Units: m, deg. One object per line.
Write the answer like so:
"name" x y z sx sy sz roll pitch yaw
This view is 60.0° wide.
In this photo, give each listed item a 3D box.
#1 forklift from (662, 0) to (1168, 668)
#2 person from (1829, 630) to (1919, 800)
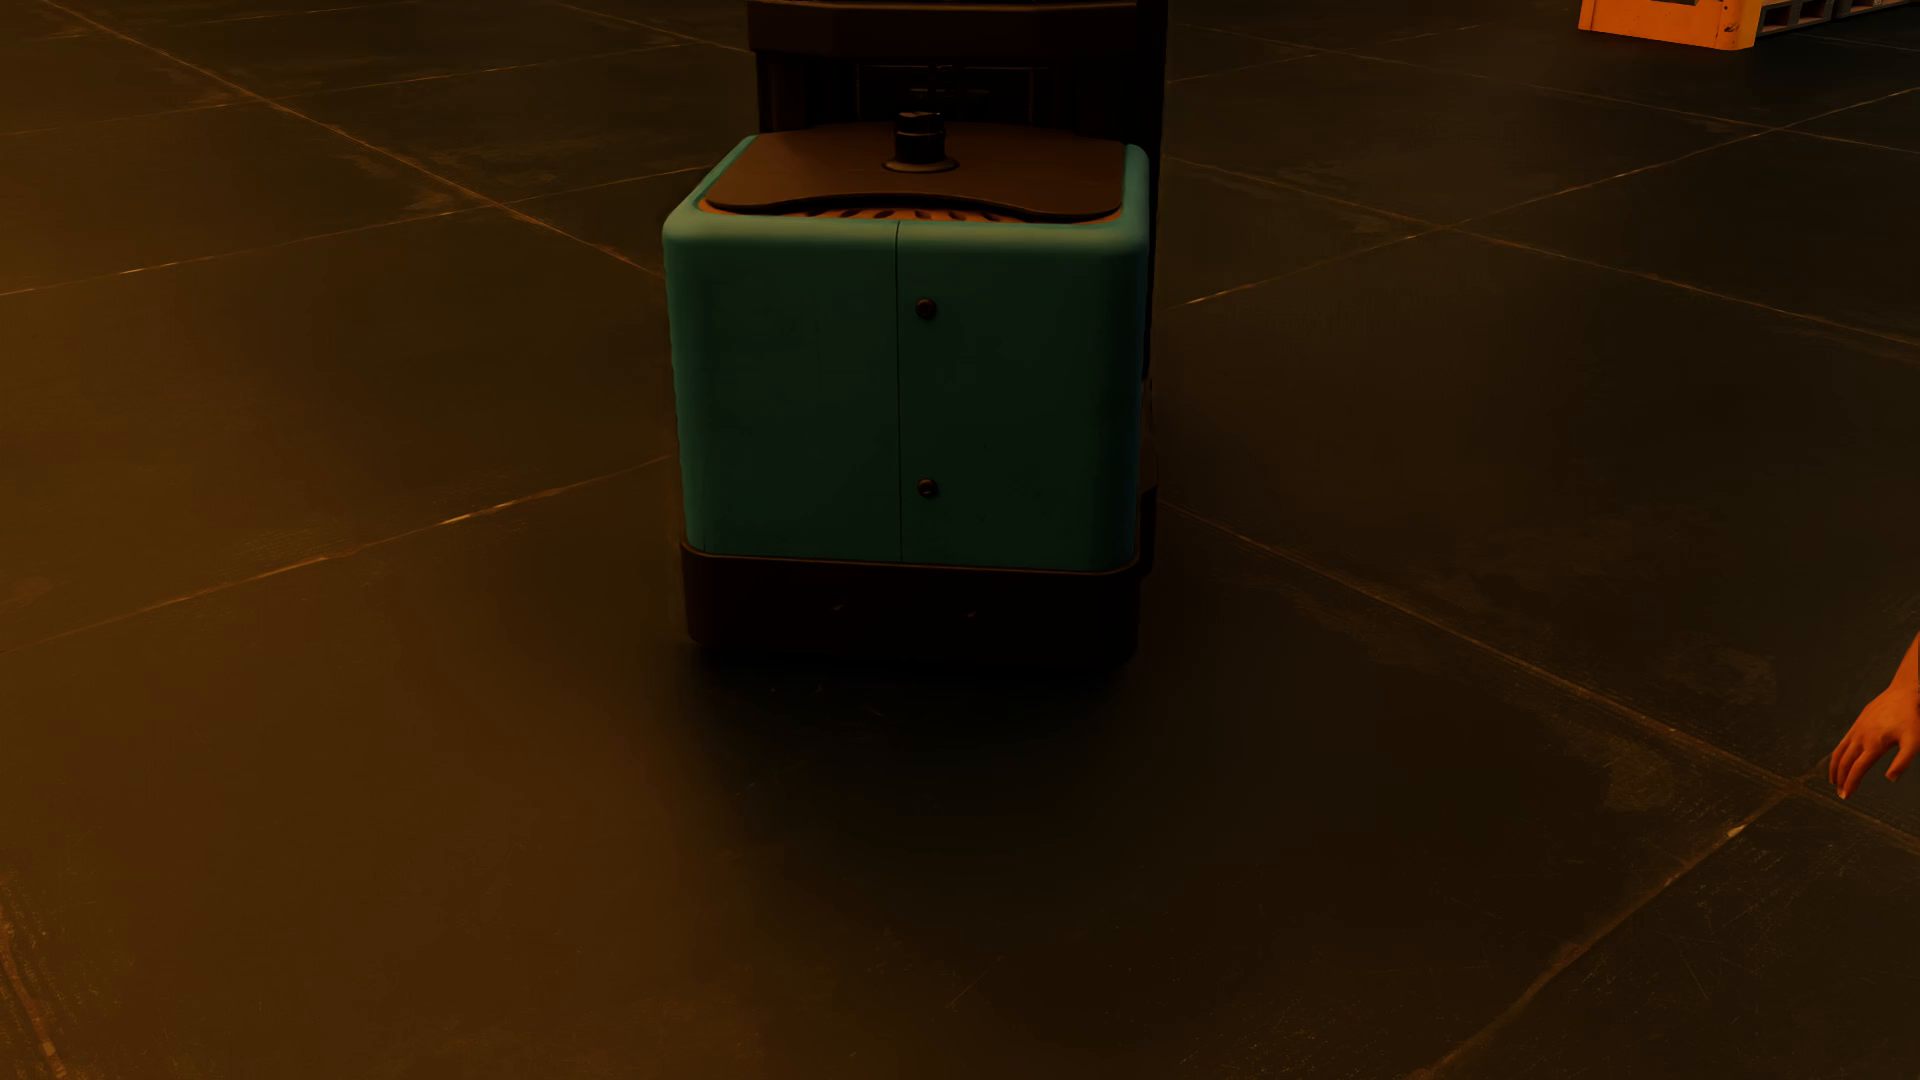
"forklift" 0.026 -1.647 4.522 1.130 2.935 3.031 3 27 5
"person" 1.446 0.398 1.911 0.817 1.546 0.807 12 29 23
